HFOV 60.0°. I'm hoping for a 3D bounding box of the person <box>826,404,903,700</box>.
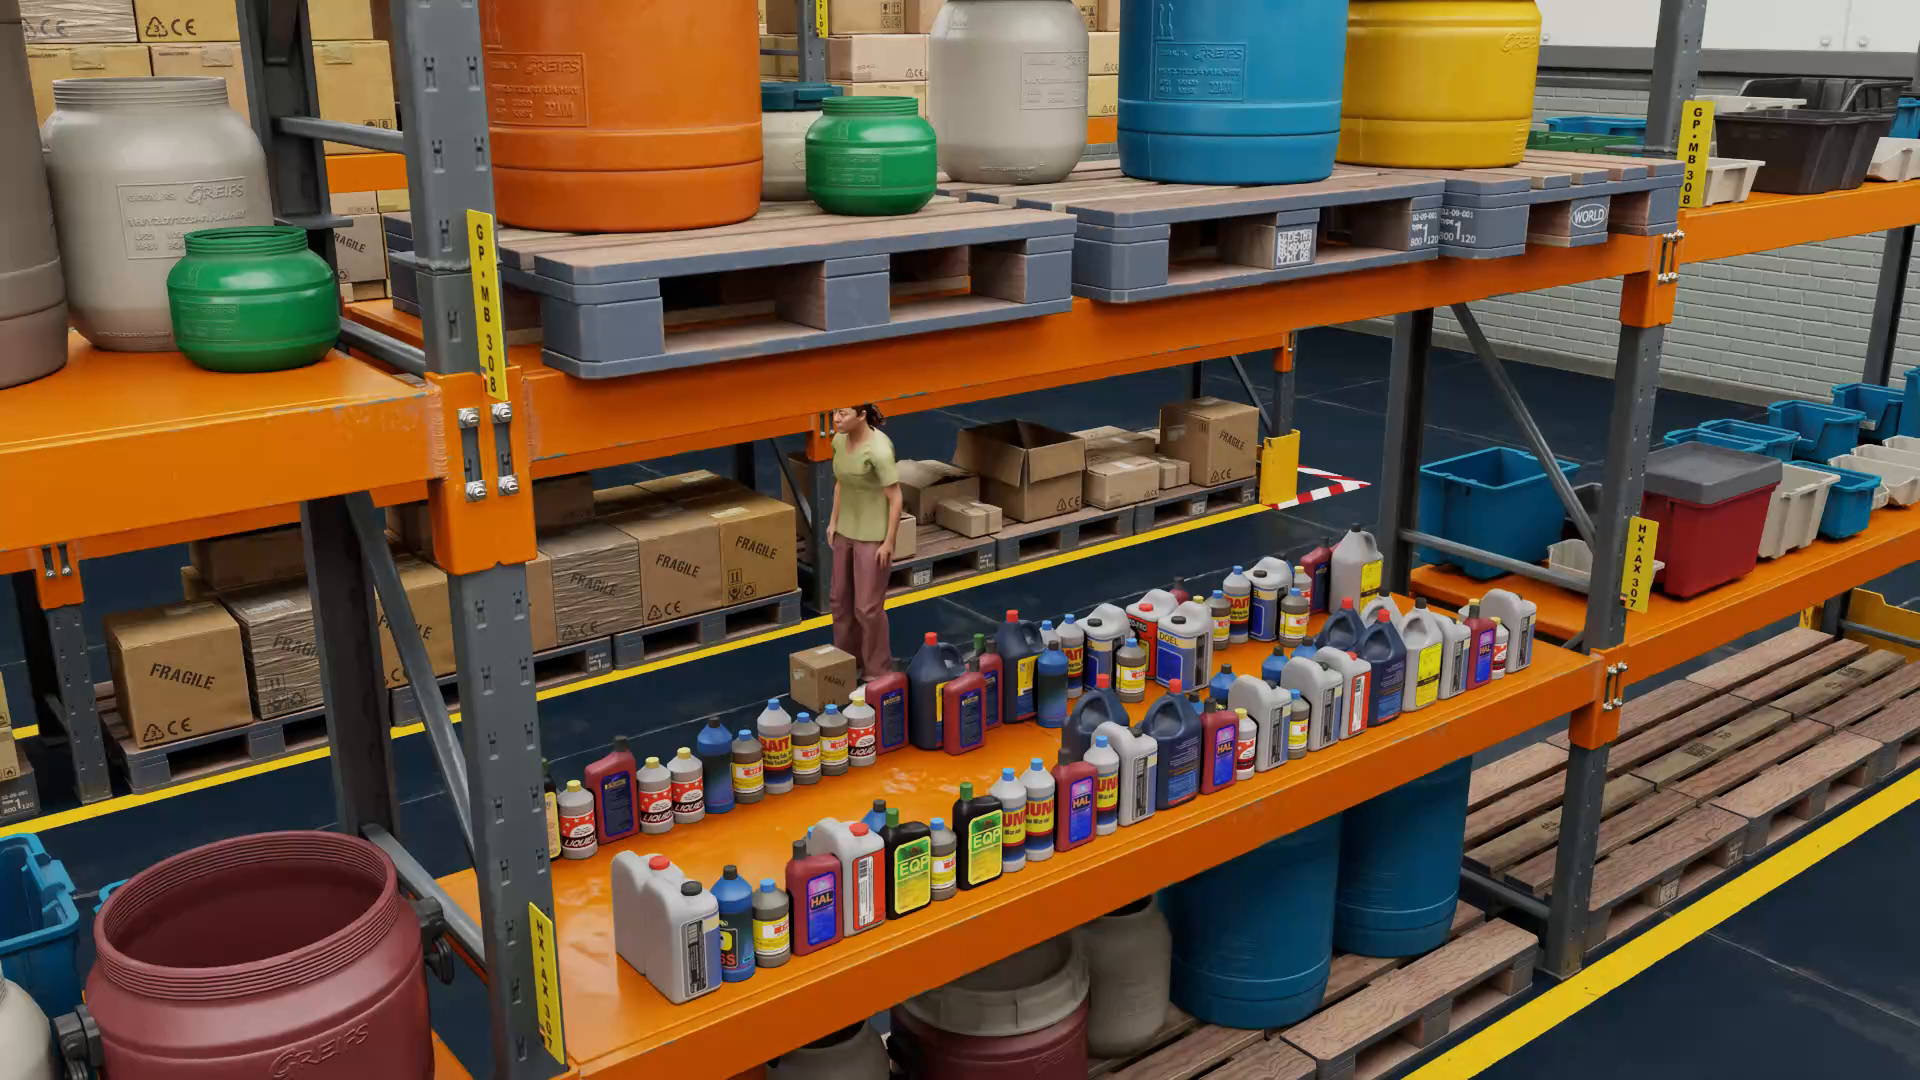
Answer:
[{"bbox_3d":[-0.516,-0.005,8.572,0.357,1.672,0.521,-15,23,-38],"label":"person"}]
